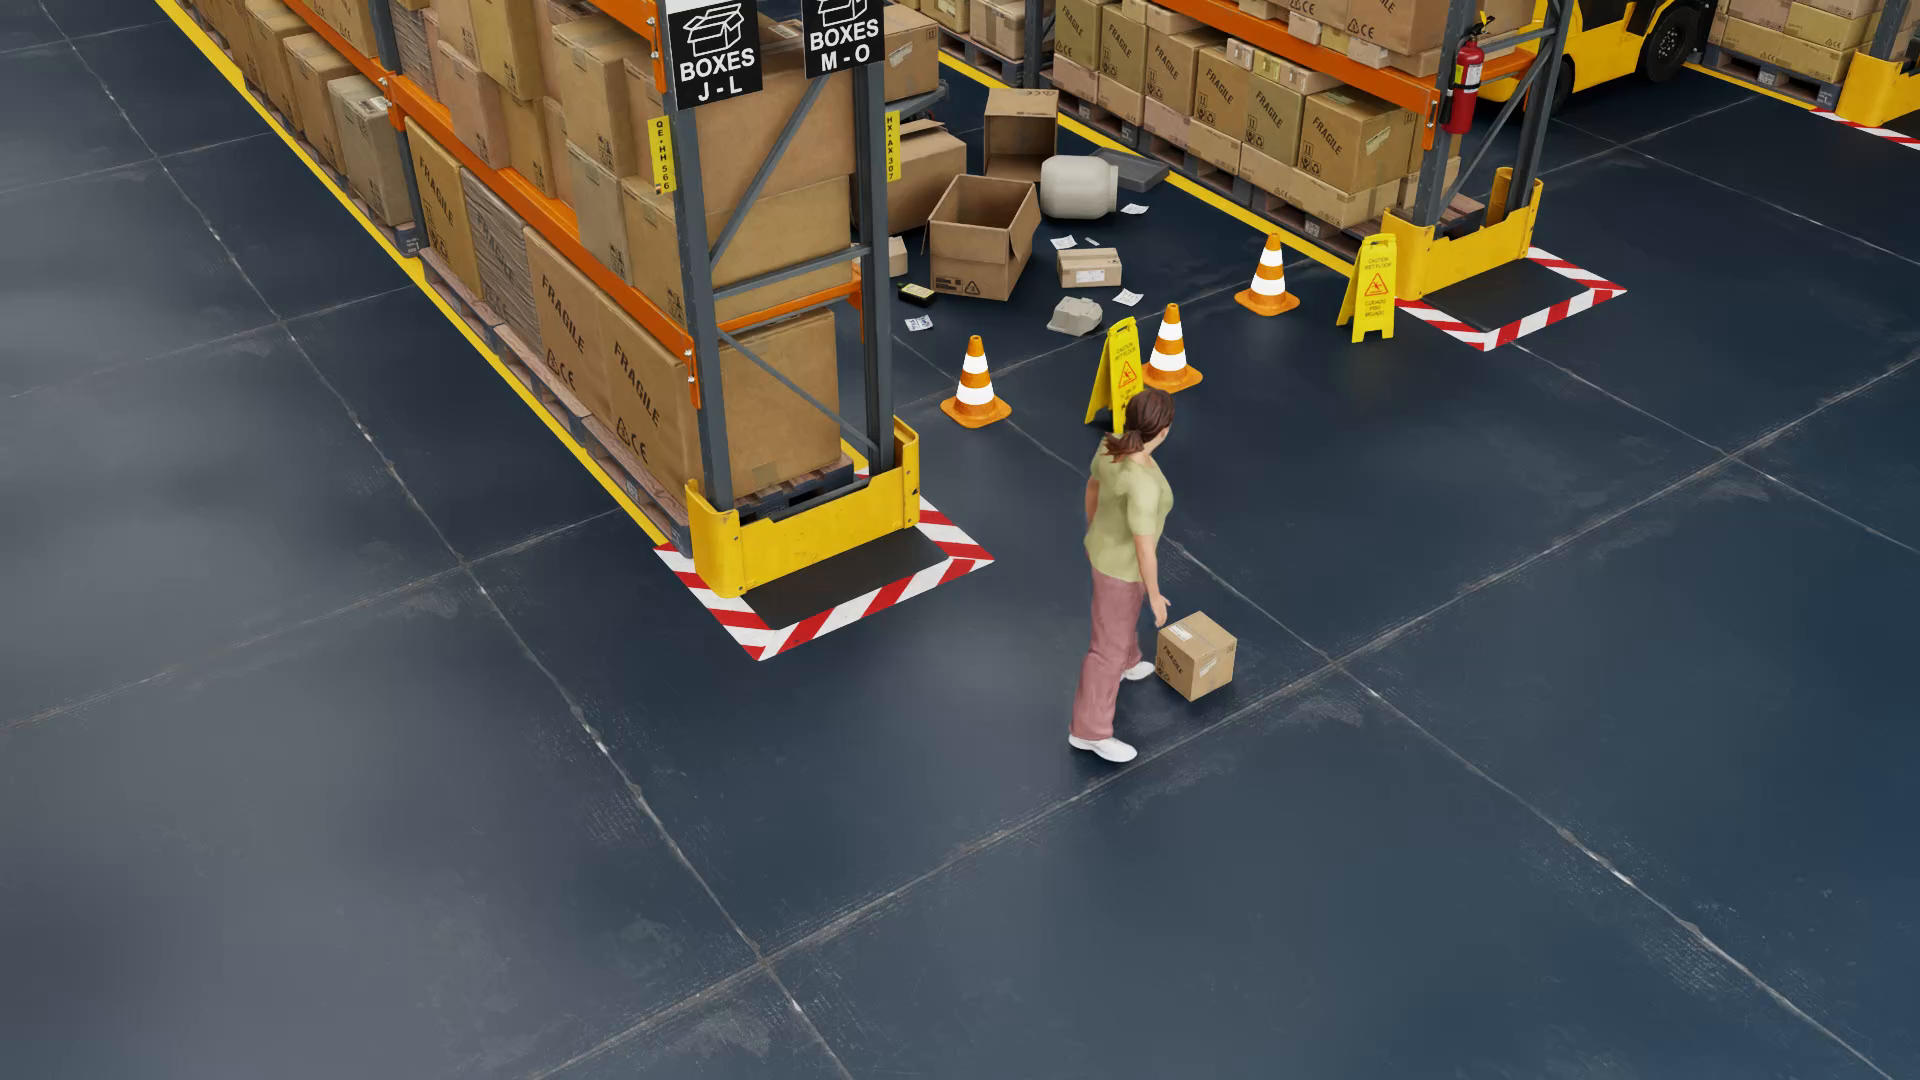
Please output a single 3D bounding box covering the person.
[{"bbox_3d":[0.694,0.114,6.855,0.517,1.708,0.651,-6,37,-8],"label":"person"}]
